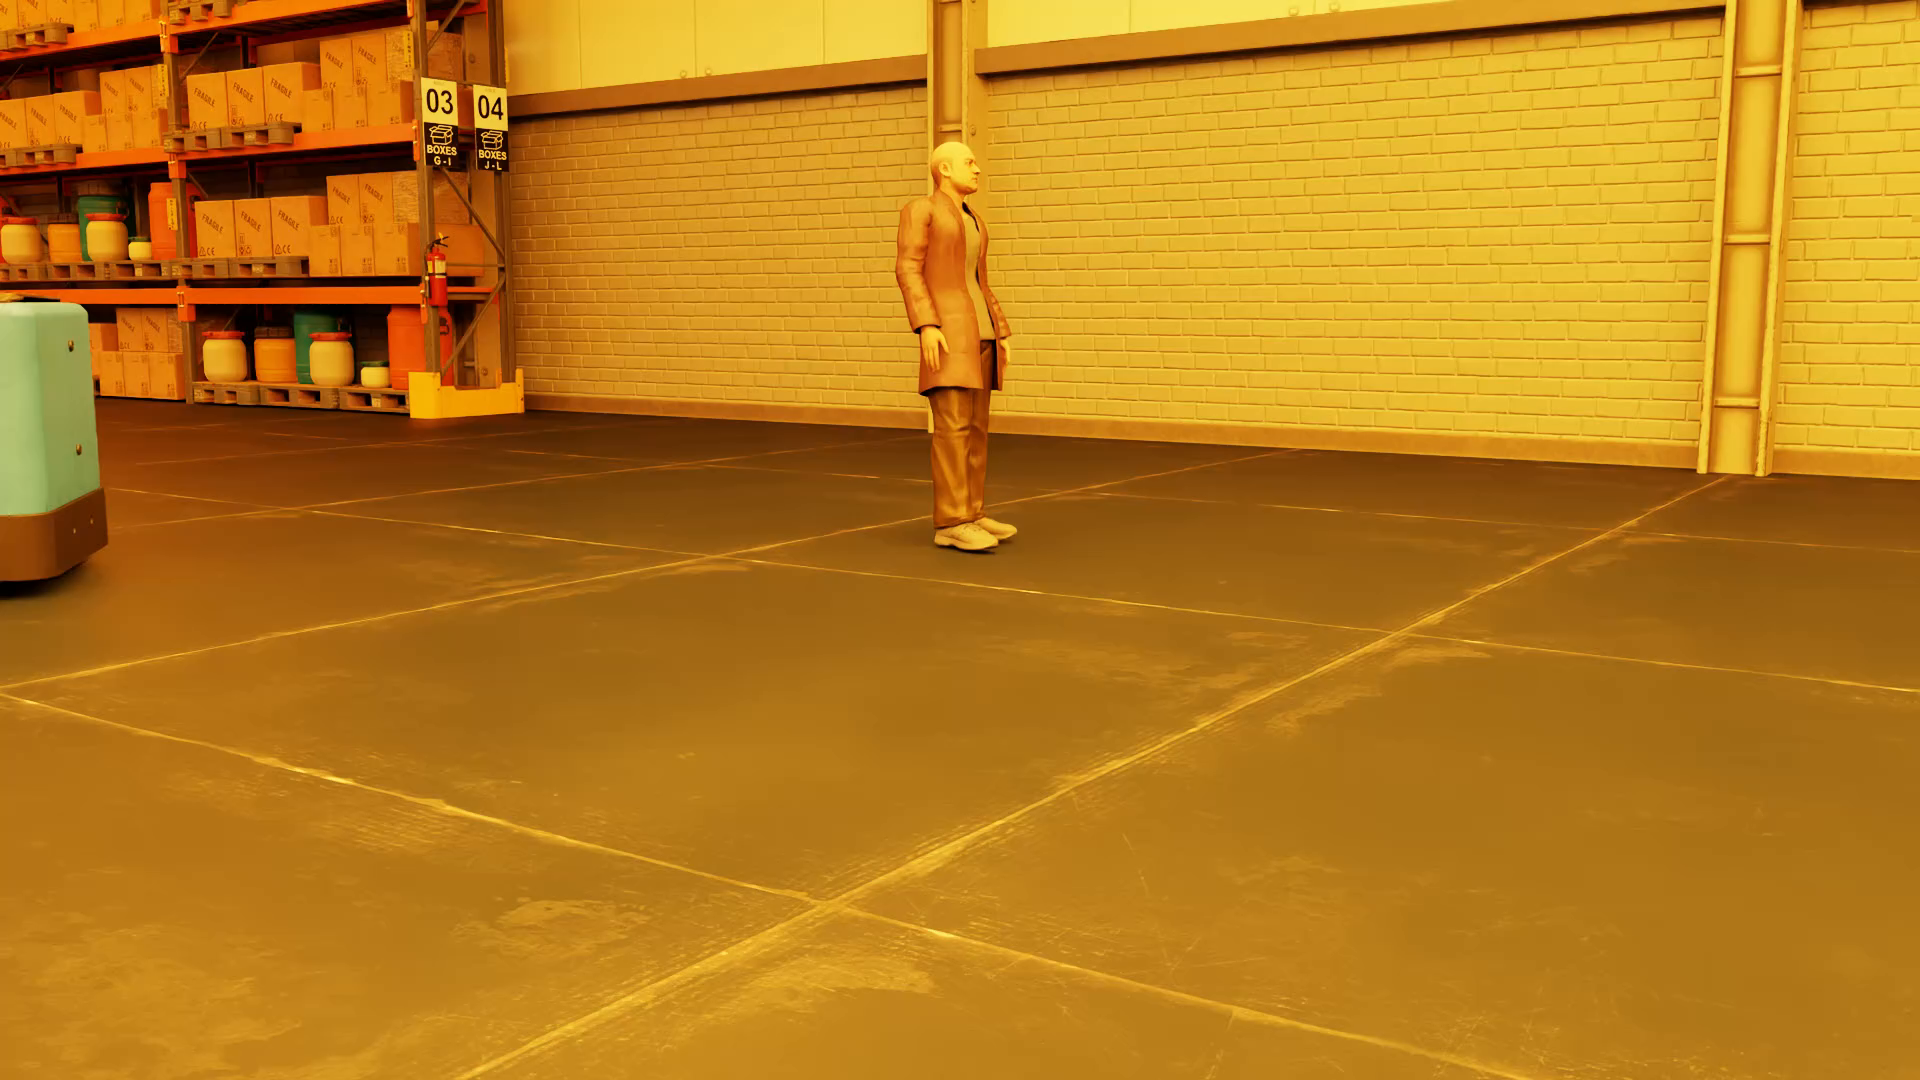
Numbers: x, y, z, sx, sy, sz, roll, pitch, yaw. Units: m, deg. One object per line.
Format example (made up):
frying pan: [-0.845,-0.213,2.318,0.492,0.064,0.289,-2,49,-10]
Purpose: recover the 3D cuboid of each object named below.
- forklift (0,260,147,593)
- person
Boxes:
forklift: [-4.766,-1.252,5.998,3.031,2.935,1.130,-2,8,-16]
person: [0.073,-0.880,7.423,0.581,1.776,0.697,5,10,34]
